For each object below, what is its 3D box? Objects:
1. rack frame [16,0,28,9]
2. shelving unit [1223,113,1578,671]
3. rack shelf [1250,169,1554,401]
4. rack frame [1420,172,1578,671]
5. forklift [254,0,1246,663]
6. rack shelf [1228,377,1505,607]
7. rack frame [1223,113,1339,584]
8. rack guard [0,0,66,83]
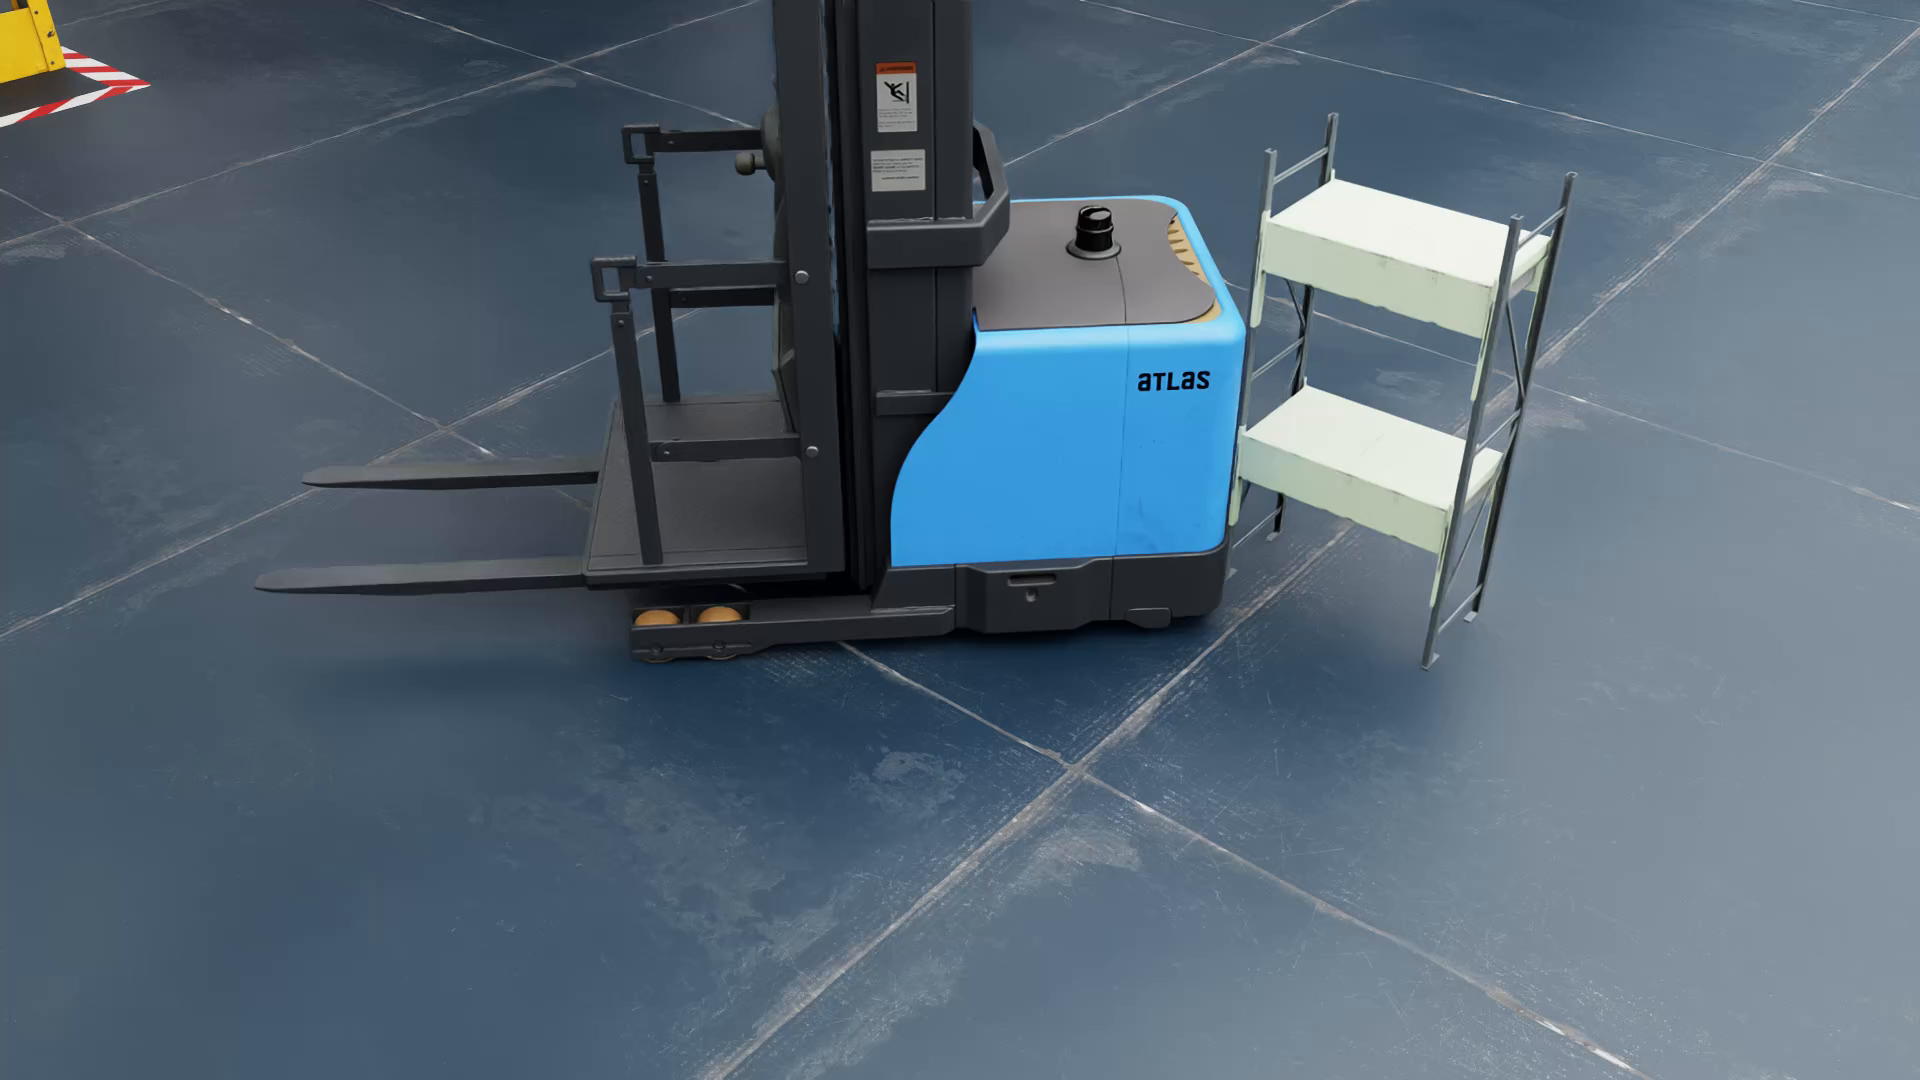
[{"bbox_3d":[-5.676,-3.840,8.691,0.127,3.000,1.000,25,42,32],"label":"rack frame"},{"bbox_3d":[1.280,-0.434,5.058,0.755,1.500,0.431,24,41,31],"label":"shelving unit"},{"bbox_3d":[1.280,-0.756,4.837,0.720,0.370,0.431,24,41,31],"label":"rack shelf"},{"bbox_3d":[1.565,-0.305,4.869,0.023,1.500,0.400,24,41,31],"label":"rack frame"},{"bbox_3d":[-0.704,-1.137,4.816,3.031,2.935,1.130,-3,35,-4],"label":"forklift"},{"bbox_3d":[1.280,-0.166,5.242,0.720,0.370,0.431,24,41,31],"label":"rack shelf"},{"bbox_3d":[0.995,-0.564,5.247,0.023,1.500,0.400,24,41,31],"label":"rack frame"},{"bbox_3d":[-5.765,-2.816,9.409,0.348,0.500,1.175,25,42,32],"label":"rack guard"}]
